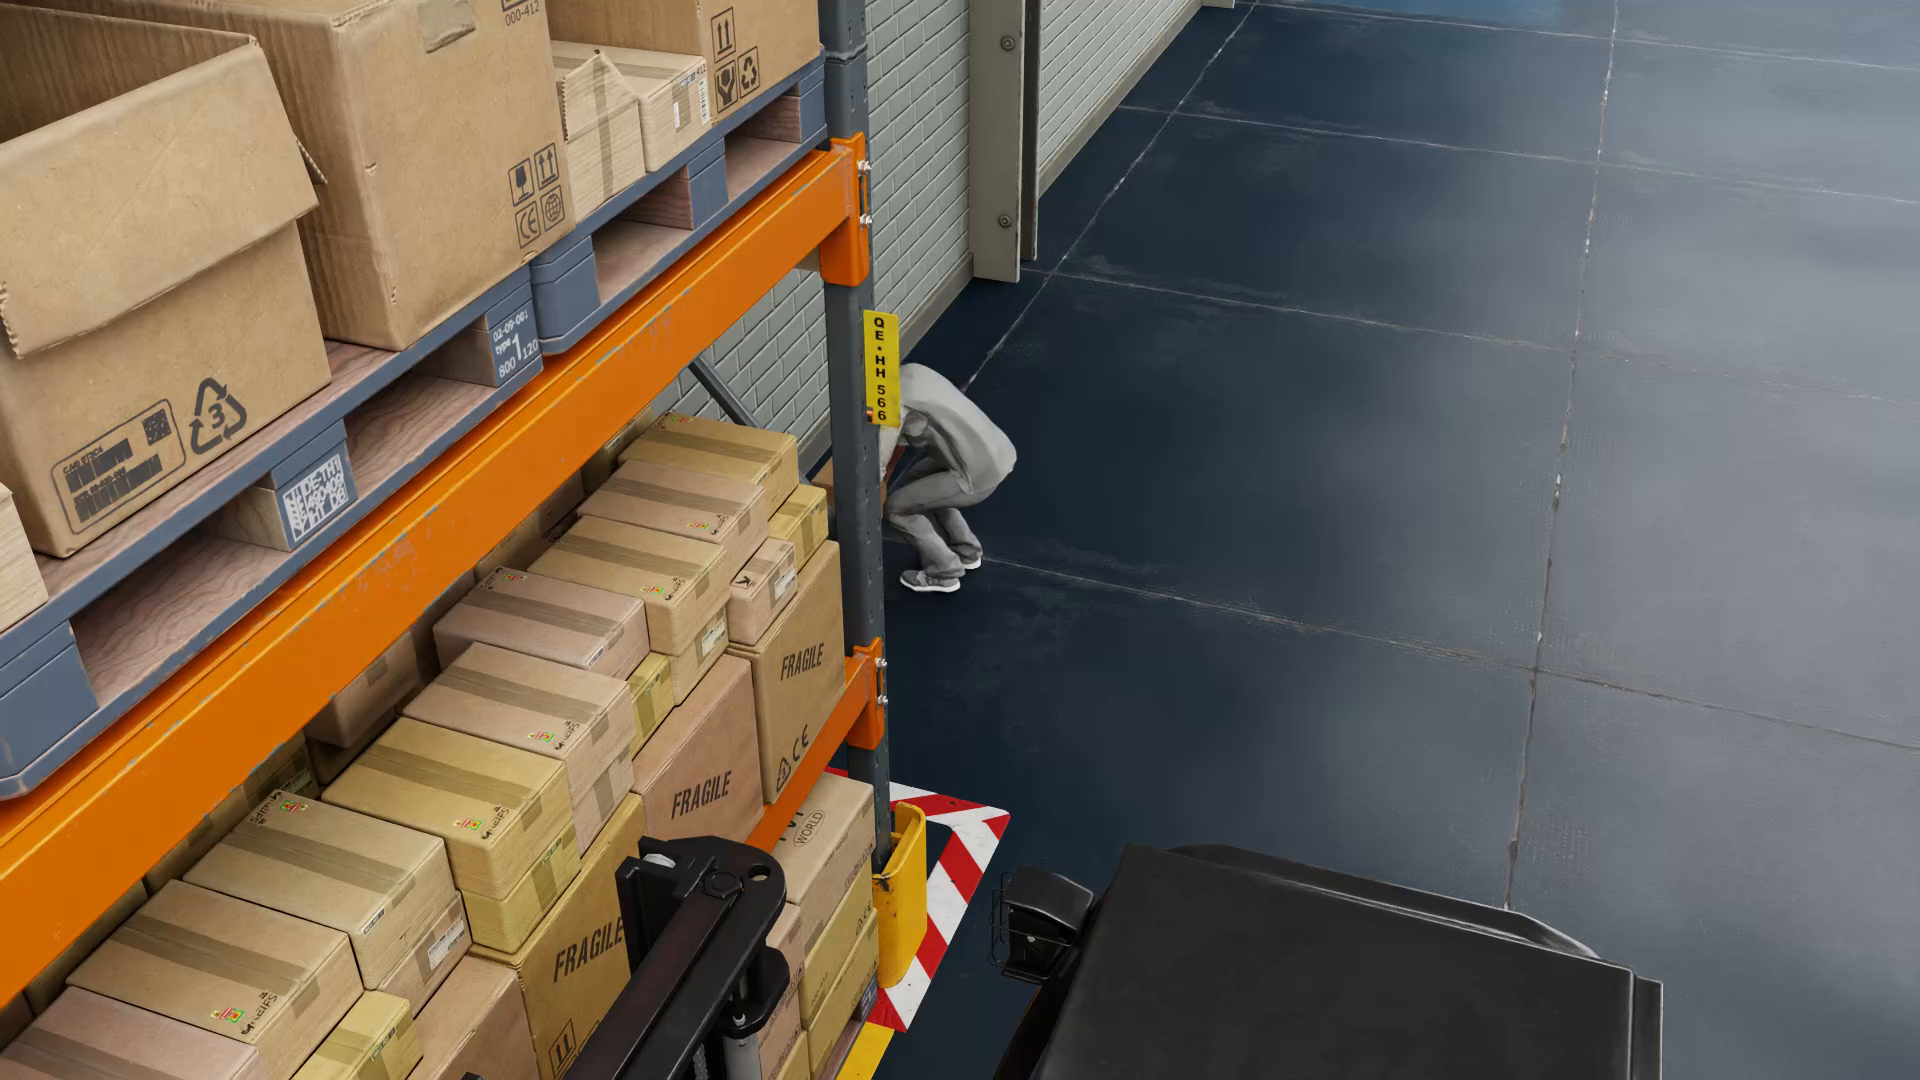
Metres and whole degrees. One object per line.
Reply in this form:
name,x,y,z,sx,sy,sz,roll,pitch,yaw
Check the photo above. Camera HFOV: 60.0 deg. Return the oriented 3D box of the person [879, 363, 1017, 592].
person,-0.138,-0.290,7.041,0.738,1.094,0.464,11,35,16
